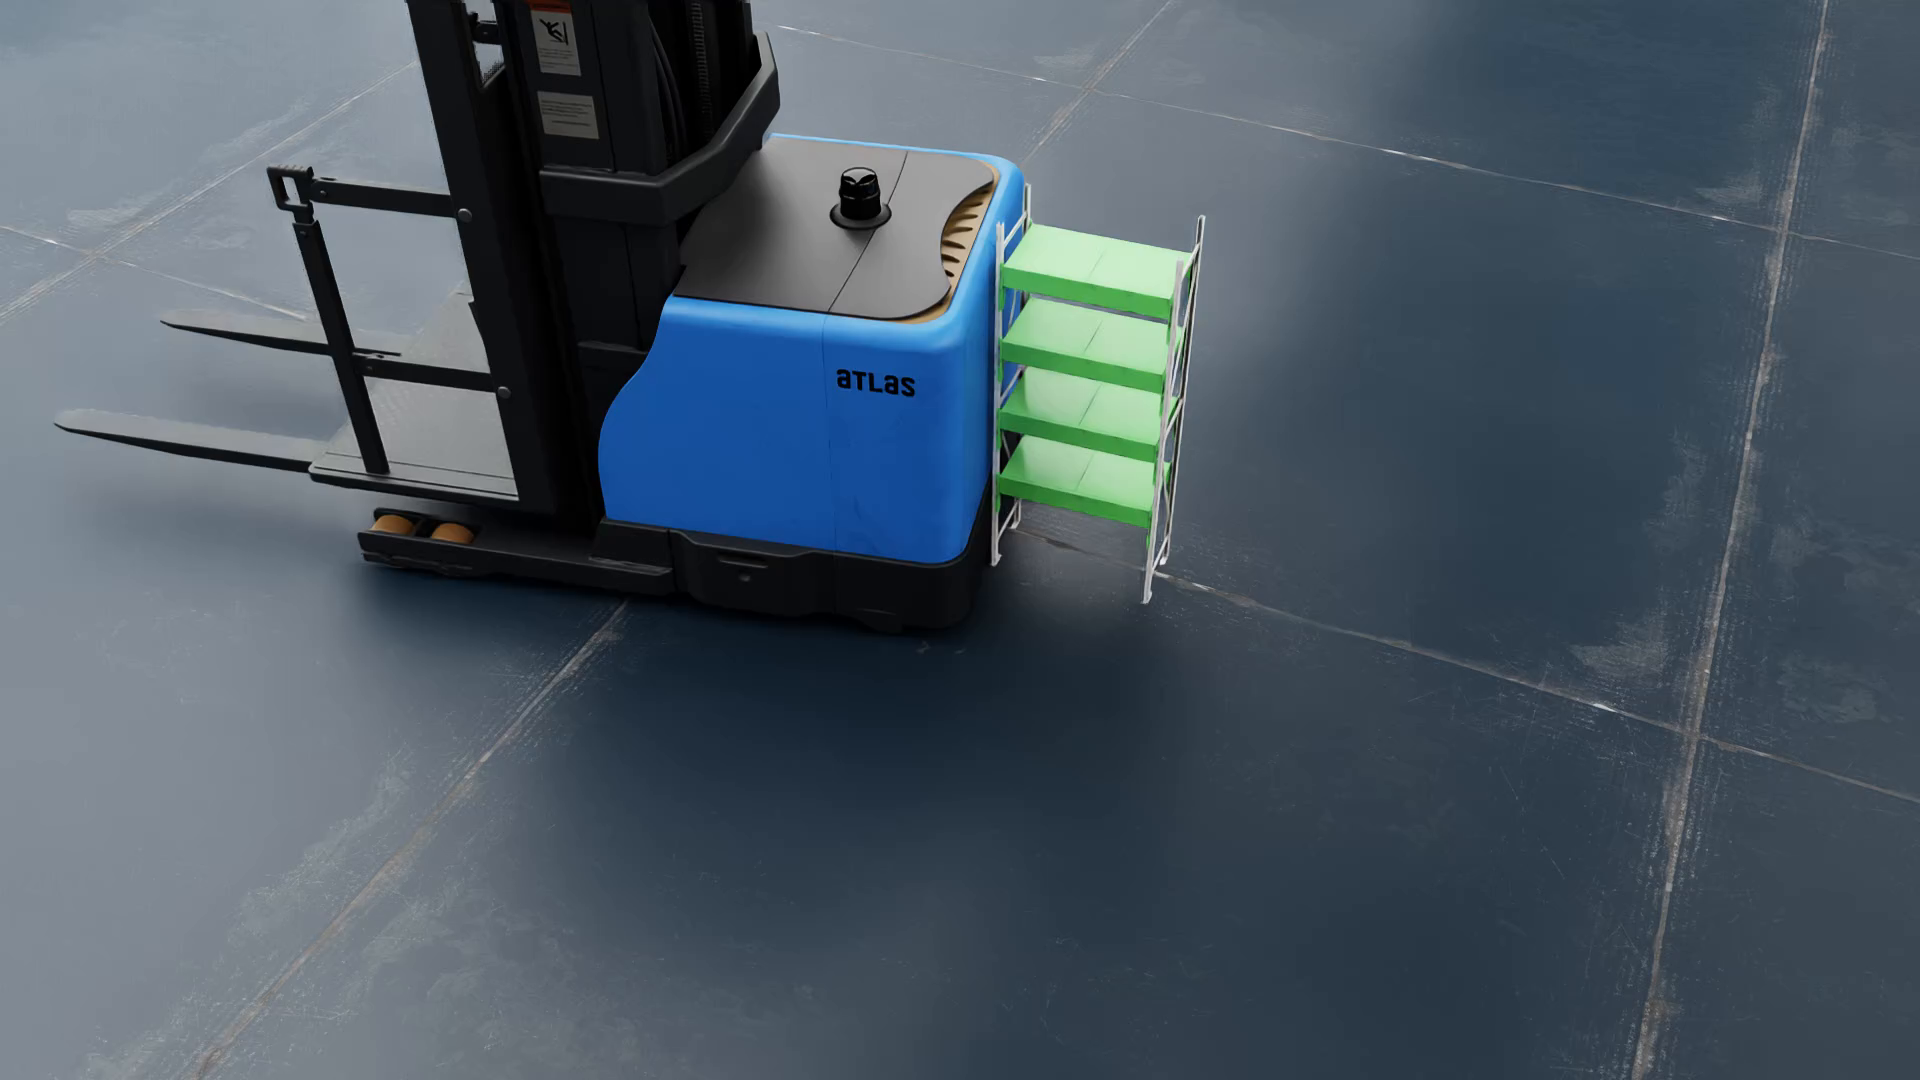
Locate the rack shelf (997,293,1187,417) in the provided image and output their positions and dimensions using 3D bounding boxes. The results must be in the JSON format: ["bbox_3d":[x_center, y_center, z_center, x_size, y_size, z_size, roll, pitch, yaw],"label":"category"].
[{"bbox_3d":[0.373,-0.523,4.668,0.480,0.148,0.258,14,43,15],"label":"rack shelf"}]

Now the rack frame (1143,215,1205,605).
[{"bbox_3d":[0.602,-0.333,4.718,0.015,1.200,0.240,14,43,15],"label":"rack frame"}]

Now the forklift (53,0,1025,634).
[{"bbox_3d":[-1.367,-1.323,4.539,3.031,2.935,1.130,8,42,9],"label":"forklift"}]

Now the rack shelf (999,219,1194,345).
[{"bbox_3d":[0.373,-0.704,4.511,0.480,0.148,0.258,14,43,15],"label":"rack shelf"}]

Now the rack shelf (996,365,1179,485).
[{"bbox_3d":[0.373,-0.341,4.825,0.480,0.148,0.258,14,43,15],"label":"rack shelf"}]

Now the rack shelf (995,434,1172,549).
[{"bbox_3d":[0.373,-0.160,4.982,0.480,0.148,0.258,14,43,15],"label":"rack shelf"}]

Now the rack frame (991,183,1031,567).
[{"bbox_3d":[0.145,-0.446,4.848,0.015,1.200,0.240,14,43,15],"label":"rack frame"}]

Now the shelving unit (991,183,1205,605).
[{"bbox_3d":[0.373,-0.389,4.783,0.503,1.200,0.258,14,43,15],"label":"shelving unit"}]
